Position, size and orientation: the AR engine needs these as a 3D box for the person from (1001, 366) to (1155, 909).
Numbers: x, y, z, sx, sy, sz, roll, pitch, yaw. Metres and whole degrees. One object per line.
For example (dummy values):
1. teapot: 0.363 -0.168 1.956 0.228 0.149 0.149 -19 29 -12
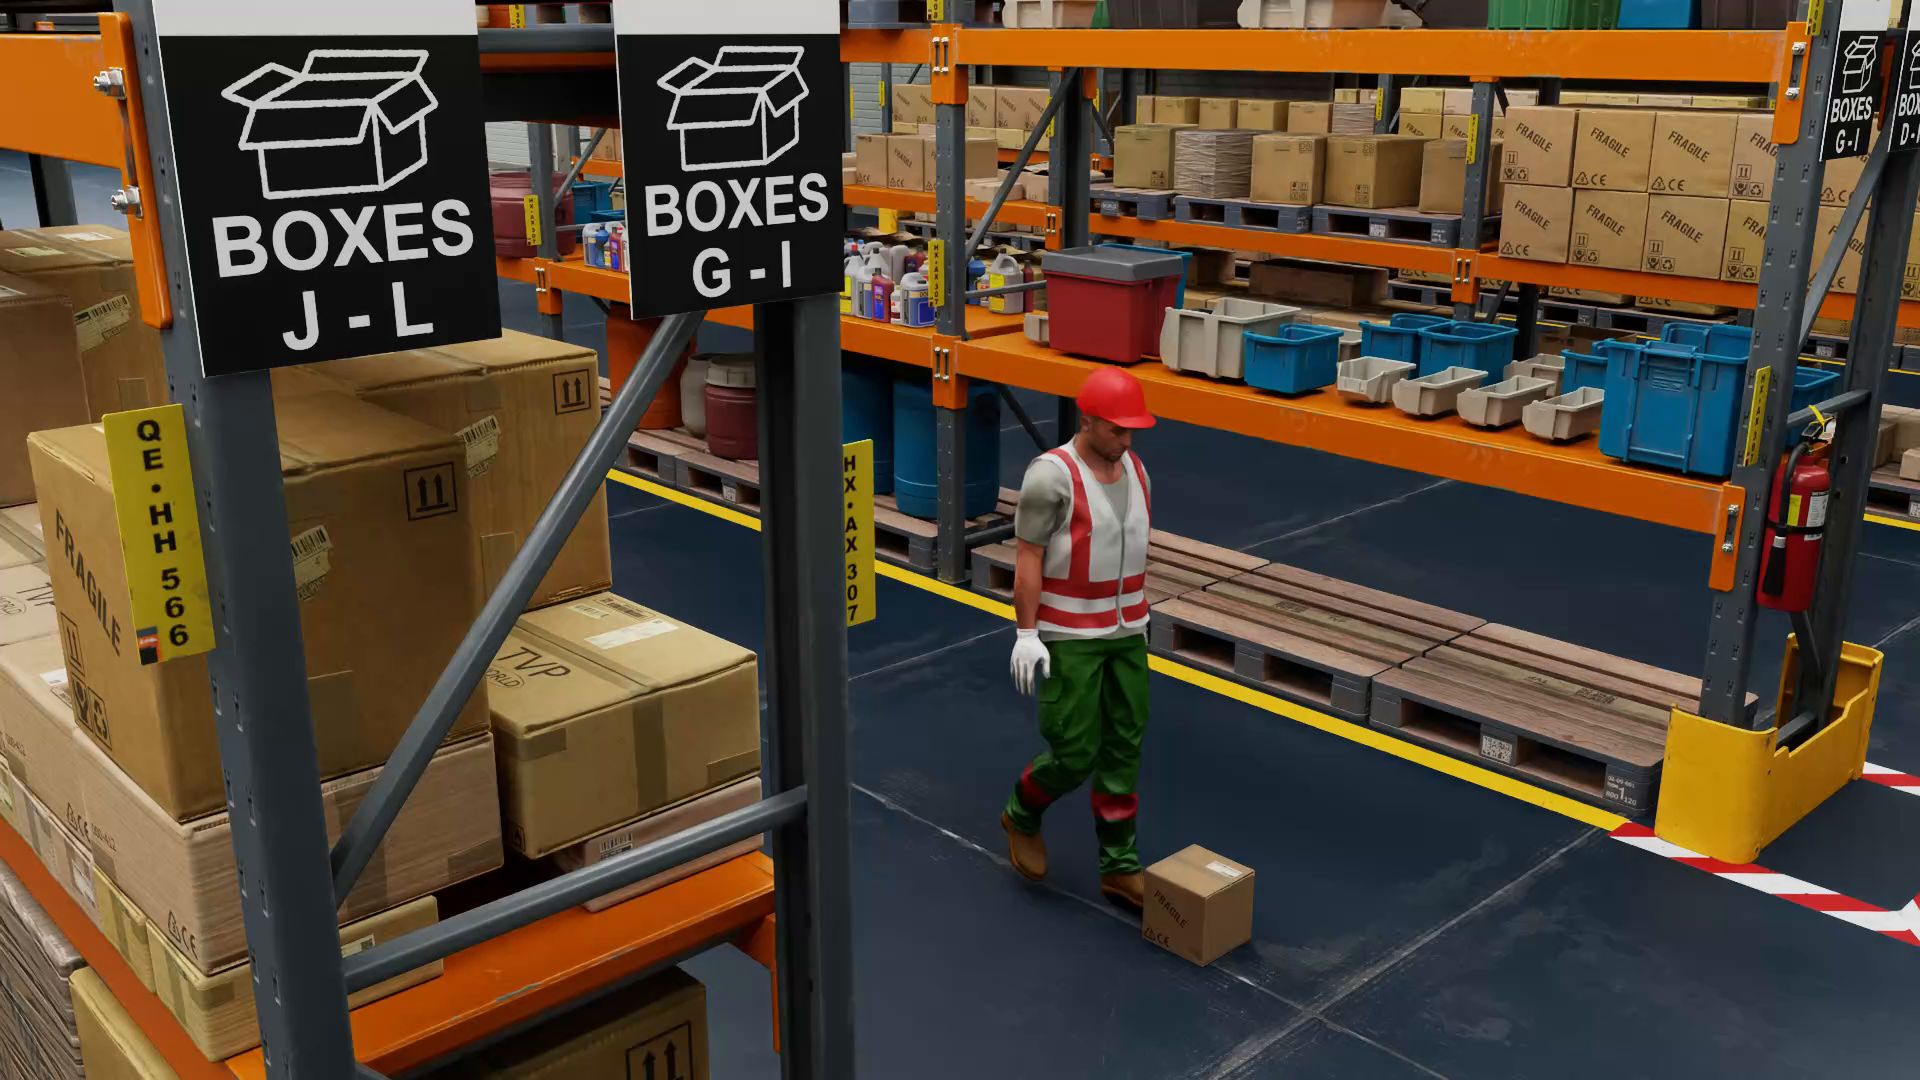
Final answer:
1. person: 0.451 0.329 5.387 0.591 1.780 0.629 -13 21 -35
